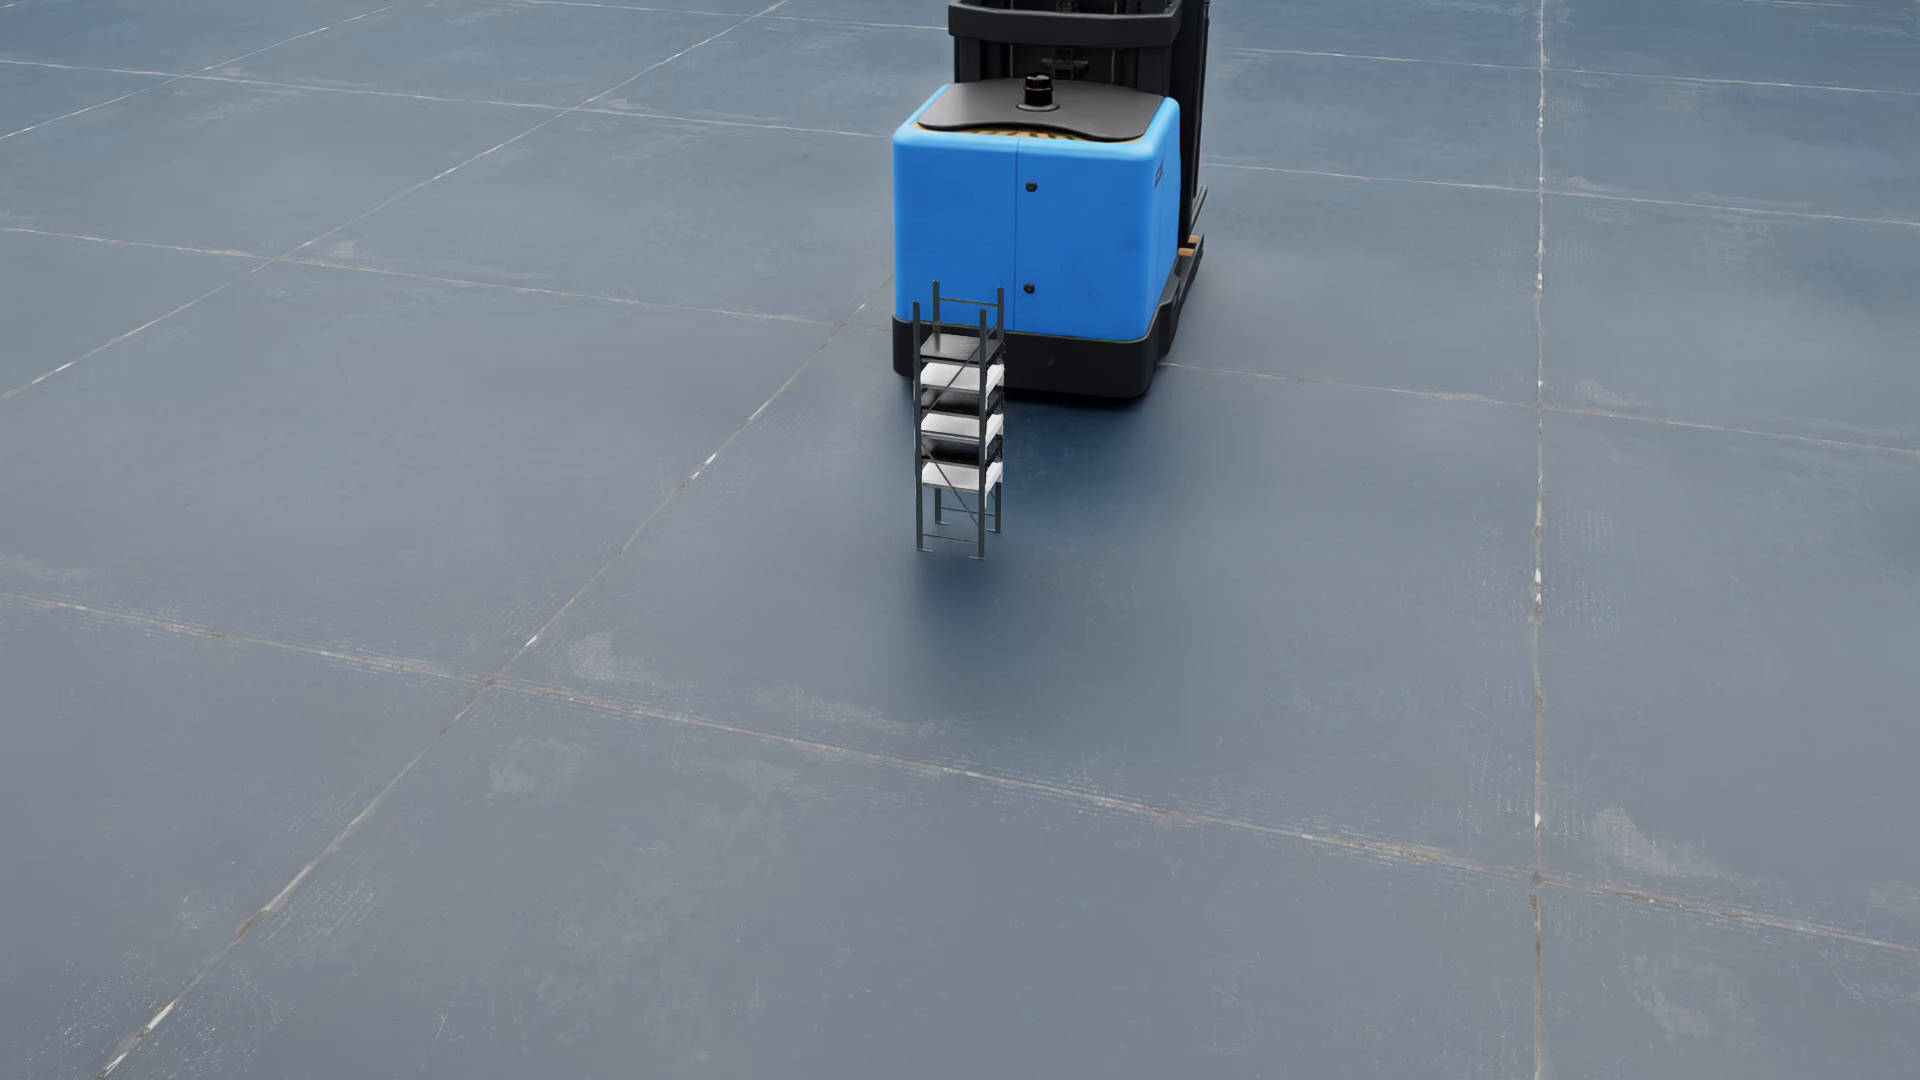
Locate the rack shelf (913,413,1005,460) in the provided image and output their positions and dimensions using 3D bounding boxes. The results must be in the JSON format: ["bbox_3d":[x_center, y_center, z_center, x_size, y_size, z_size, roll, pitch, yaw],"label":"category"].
[{"bbox_3d":[-0.002,-0.360,5.541,0.258,0.077,0.200,8,30,15],"label":"rack shelf"}]

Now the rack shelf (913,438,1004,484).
[{"bbox_3d":[-0.002,-0.282,5.584,0.258,0.077,0.200,8,30,15],"label":"rack shelf"}]

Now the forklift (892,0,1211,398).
[{"bbox_3d":[0.572,-2.546,7.311,1.130,2.935,3.031,7,30,12],"label":"forklift"}]

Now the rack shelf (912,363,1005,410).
[{"bbox_3d":[-0.002,-0.518,5.453,0.258,0.077,0.200,8,30,15],"label":"rack shelf"}]

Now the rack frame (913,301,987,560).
[{"bbox_3d":[-0.032,-0.342,5.440,0.240,0.900,0.006,8,30,15],"label":"rack frame"}]

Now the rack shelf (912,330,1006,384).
[{"bbox_3d":[-0.002,-0.596,5.409,0.258,0.077,0.200,8,30,15],"label":"rack shelf"}]

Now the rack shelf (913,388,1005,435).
[{"bbox_3d":[-0.002,-0.439,5.497,0.258,0.077,0.200,8,30,15],"label":"rack shelf"}]

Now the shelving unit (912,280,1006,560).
[{"bbox_3d":[-0.002,-0.389,5.524,0.258,0.900,0.210,8,30,15],"label":"shelving unit"}]

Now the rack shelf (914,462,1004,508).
[{"bbox_3d":[-0.002,-0.203,5.628,0.258,0.077,0.200,8,30,15],"label":"rack shelf"}]

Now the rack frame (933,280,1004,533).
[{"bbox_3d":[0.027,-0.437,5.609,0.240,0.900,0.006,8,30,15],"label":"rack frame"}]
